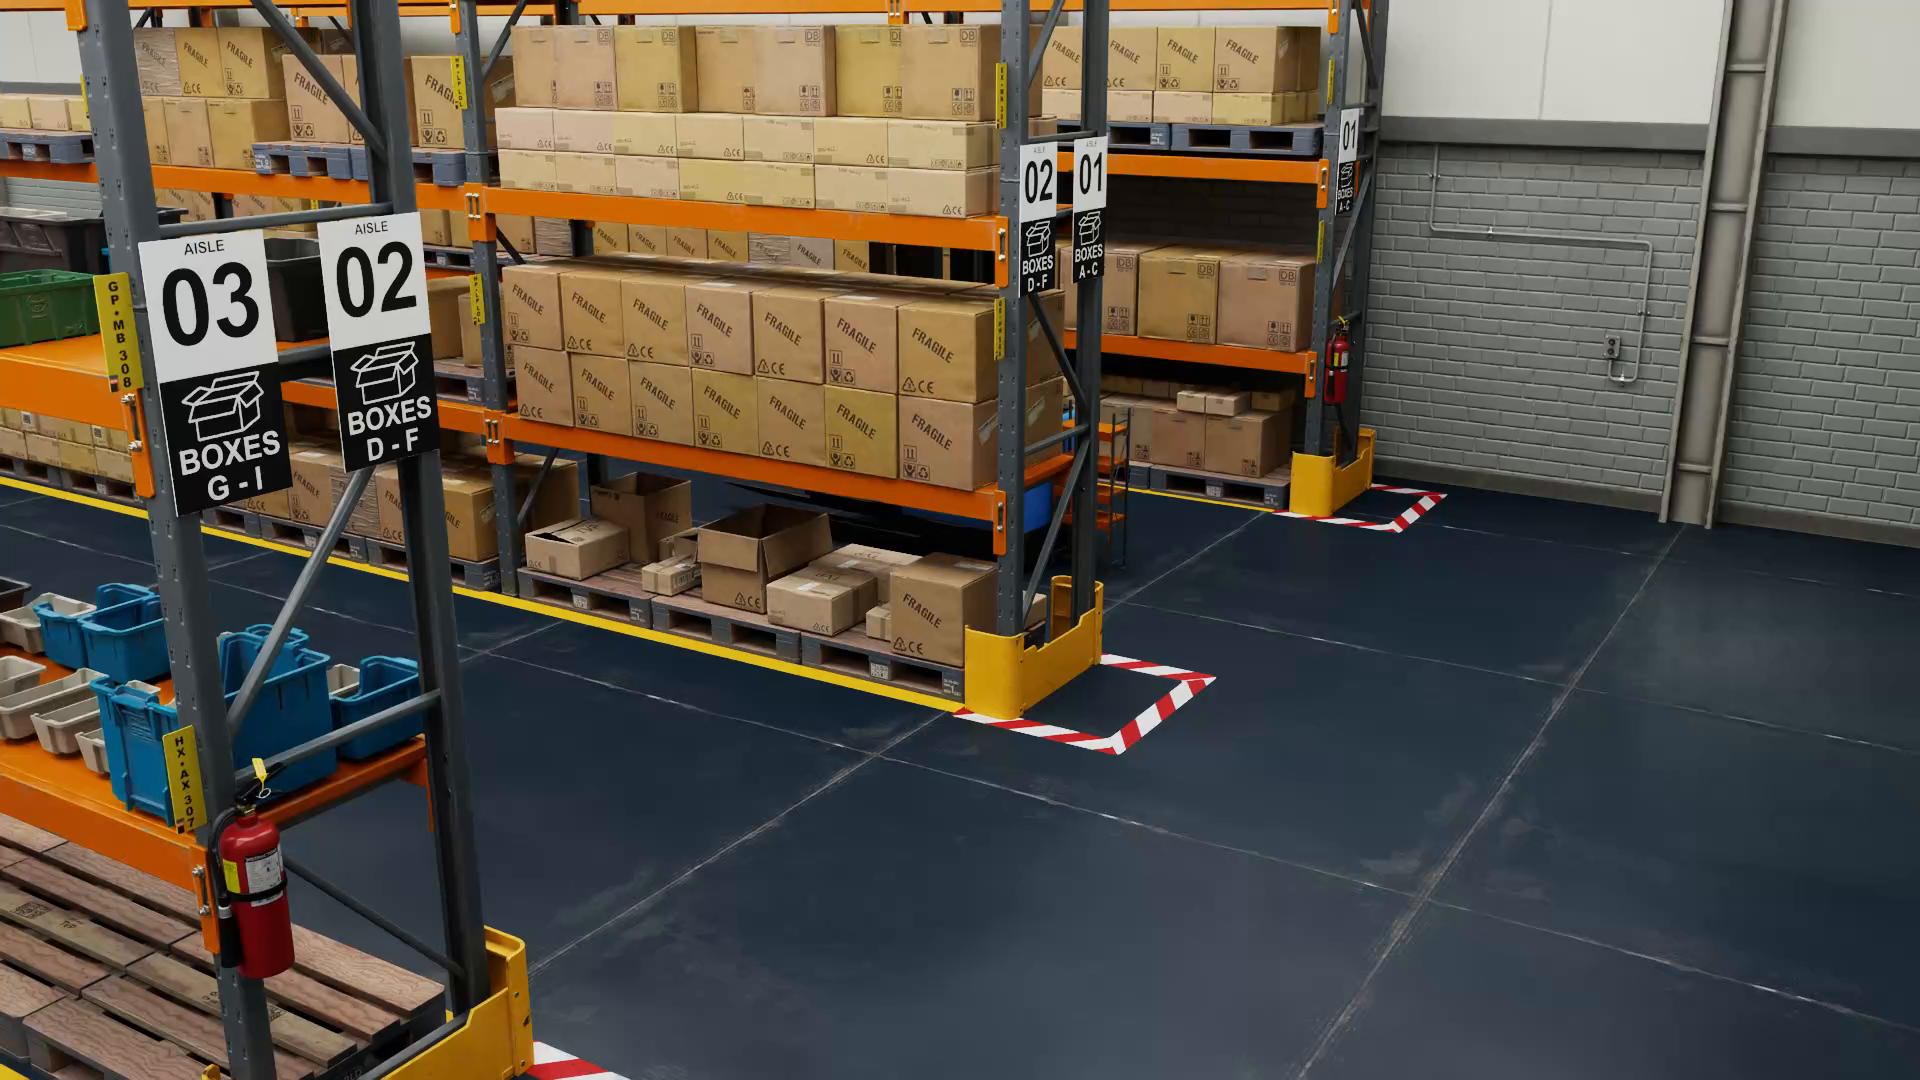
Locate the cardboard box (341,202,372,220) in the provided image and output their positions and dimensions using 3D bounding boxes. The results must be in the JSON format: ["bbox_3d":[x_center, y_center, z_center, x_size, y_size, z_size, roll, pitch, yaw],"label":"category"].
[{"bbox_3d":[-6.700,-3.784,19.248,0.500,0.500,0.700,10,20,30],"label":"cardboard box"}]

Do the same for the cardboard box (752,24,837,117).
[{"bbox_3d":[-0.790,-2.741,9.690,0.500,0.500,0.700,10,20,30],"label":"cardboard box"}]

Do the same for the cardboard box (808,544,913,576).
[{"bbox_3d":[-0.647,0.242,10.899,0.500,0.250,0.500,10,20,30],"label":"cardboard box"}]

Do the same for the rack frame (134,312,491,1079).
[{"bbox_3d":[-2.075,0.668,5.522,0.127,3.000,1.000,10,20,30],"label":"rack frame"}]

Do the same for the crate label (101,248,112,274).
[{"bbox_3d":[-2.692,-0.917,5.833,0.502,0.251,0.408,10,20,30],"label":"crate label"}]

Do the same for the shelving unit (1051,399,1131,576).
[{"bbox_3d":[0.945,-0.383,12.079,0.503,1.200,0.258,11,20,33],"label":"shelving unit"}]

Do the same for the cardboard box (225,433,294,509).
[{"bbox_3d":[-5.609,-0.572,13.146,0.500,0.500,0.500,9,19,28],"label":"cardboard box"}]

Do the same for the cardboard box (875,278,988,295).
[{"bbox_3d":[-0.169,-1.295,10.092,0.500,0.500,0.500,10,20,31],"label":"cardboard box"}]

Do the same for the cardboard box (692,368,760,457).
[{"bbox_3d":[-1.299,-0.839,10.311,0.500,0.500,0.500,10,19,29],"label":"cardboard box"}]

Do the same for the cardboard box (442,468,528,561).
[{"bbox_3d":[-3.459,-0.186,11.875,0.500,0.500,0.500,10,20,30],"label":"cardboard box"}]

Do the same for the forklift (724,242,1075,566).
[{"bbox_3d":[-0.518,-1.507,12.798,3.031,2.935,1.130,11,20,33],"label":"forklift"}]

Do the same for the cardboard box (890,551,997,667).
[{"bbox_3d":[-0.072,0.405,9.930,0.500,0.500,0.500,10,20,30],"label":"cardboard box"}]

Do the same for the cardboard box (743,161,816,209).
[{"bbox_3d":[-0.909,-2.086,9.686,0.500,0.250,0.500,10,20,30],"label":"cardboard box"}]

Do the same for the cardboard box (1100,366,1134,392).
[{"bbox_3d":[1.375,-1.445,14.938,0.250,0.149,0.380,10,19,29],"label":"cardboard box"}]

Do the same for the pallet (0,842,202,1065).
[{"bbox_3d":[-3.793,1.681,6.984,1.213,0.211,1.003,10,20,30],"label":"pallet"}]

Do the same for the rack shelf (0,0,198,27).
[{"bbox_3d":[-8.001,-4.415,13.857,4.000,0.370,1.077,10,20,30],"label":"rack shelf"}]

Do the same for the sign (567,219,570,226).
[{"bbox_3d":[-3.983,-3.383,17.002,0.005,0.325,0.100,10,20,30],"label":"sign"}]

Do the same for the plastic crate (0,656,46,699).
[{"bbox_3d":[-3.616,0.561,6.222,0.250,0.136,0.298,10,20,30],"label":"plastic crate"}]

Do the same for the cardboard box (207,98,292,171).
[{"bbox_3d":[-5.030,-3.044,12.408,0.500,0.500,0.910,10,20,30],"label":"cardboard box"}]

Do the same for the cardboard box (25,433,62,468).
[{"bbox_3d":[-7.741,-0.835,14.478,0.500,0.250,0.500,11,20,31],"label":"cardboard box"}]

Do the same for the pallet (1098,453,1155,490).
[{"bbox_3d":[1.352,-0.740,14.954,1.213,0.211,1.003,10,20,30],"label":"pallet"}]

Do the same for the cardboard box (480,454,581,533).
[{"bbox_3d":[-3.173,-0.315,12.302,0.500,0.500,0.500,9,19,28],"label":"cardboard box"}]

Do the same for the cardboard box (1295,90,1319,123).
[{"bbox_3d":[2.616,-3.570,13.676,0.500,0.250,0.500,11,20,33],"label":"cardboard box"}]

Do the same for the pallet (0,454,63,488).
[{"bbox_3d":[-8.013,-0.762,15.026,1.213,0.211,1.003,10,20,30],"label":"pallet"}]

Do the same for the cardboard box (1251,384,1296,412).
[{"bbox_3d":[2.672,-1.213,14.177,0.250,0.149,0.380,10,20,30],"label":"cardboard box"}]

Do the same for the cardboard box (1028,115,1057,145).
[{"bbox_3d":[0.219,-2.304,9.542,0.500,0.250,0.500,10,20,30],"label":"cardboard box"}]

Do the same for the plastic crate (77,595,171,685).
[{"bbox_3d":[-3.235,0.400,6.589,0.300,0.233,0.416,10,20,30],"label":"plastic crate"}]

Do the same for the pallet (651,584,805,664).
[{"bbox_3d":[-1.260,0.457,11.013,1.213,0.211,1.003,10,20,30],"label":"pallet"}]

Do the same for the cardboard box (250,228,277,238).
[{"bbox_3d":[-8.098,-3.624,19.874,0.500,0.250,0.500,10,20,30],"label":"cardboard box"}]

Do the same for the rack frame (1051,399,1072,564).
[{"bbox_3d":[0.745,-0.424,12.212,0.015,1.200,0.240,11,20,33],"label":"rack frame"}]

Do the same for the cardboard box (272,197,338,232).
[{"bbox_3d":[-7.680,-3.903,19.503,0.500,0.500,0.500,10,20,30],"label":"cardboard box"}]

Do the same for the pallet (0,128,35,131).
[{"bbox_3d":[-7.876,-3.371,13.981,1.213,0.211,1.003,11,20,33],"label":"pallet"}]

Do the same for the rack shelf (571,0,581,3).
[{"bbox_3d":[-1.184,-3.387,9.794,4.000,0.370,1.077,10,20,30],"label":"rack shelf"}]

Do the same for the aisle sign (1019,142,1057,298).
[{"bbox_3d":[0.418,-1.716,8.897,0.004,0.787,0.394,10,20,30],"label":"aisle sign"}]

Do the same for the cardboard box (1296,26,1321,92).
[{"bbox_3d":[2.614,-3.928,13.564,0.500,0.500,0.500,9,19,28],"label":"cardboard box"}]

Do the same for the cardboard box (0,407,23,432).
[{"bbox_3d":[-8.173,-1.179,14.646,0.500,0.311,0.500,11,20,32],"label":"cardboard box"}]

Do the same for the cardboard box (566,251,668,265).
[{"bbox_3d":[-2.322,-1.680,11.360,0.500,0.500,0.500,10,20,30],"label":"cardboard box"}]

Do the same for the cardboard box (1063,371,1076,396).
[{"bbox_3d":[0.926,-1.394,14.771,0.250,0.149,0.380,9,19,28],"label":"cardboard box"}]

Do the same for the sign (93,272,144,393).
[{"bbox_3d":[-2.349,-0.579,4.645,0.005,0.325,0.100,10,20,30],"label":"sign"}]

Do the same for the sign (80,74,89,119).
[{"bbox_3d":[-6.594,-3.360,12.594,0.005,0.325,0.100,10,20,30],"label":"sign"}]

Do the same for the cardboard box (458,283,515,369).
[{"bbox_3d":[-3.175,-1.543,11.906,0.500,0.500,0.700,4,17,12],"label":"cardboard box"}]

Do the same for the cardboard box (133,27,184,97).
[{"bbox_3d":[-5.928,-3.669,12.746,0.500,0.500,0.500,10,20,30],"label":"cardboard box"}]

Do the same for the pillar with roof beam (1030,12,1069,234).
[{"bbox_3d":[-1.503,-4.306,11.576,0.400,9.000,9.100,10,20,30],"label":"pillar with roof beam"}]

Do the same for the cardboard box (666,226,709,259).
[{"bbox_3d":[-2.564,-2.908,16.574,0.500,0.500,0.500,10,20,30],"label":"cardboard box"}]

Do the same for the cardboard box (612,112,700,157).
[{"bbox_3d":[-1.757,-2.480,10.120,0.500,0.250,0.500,10,20,30],"label":"cardboard box"}]

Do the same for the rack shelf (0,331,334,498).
[{"bbox_3d":[-3.779,-0.728,6.192,4.000,0.370,1.077,10,20,30],"label":"rack shelf"}]

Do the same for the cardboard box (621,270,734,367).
[{"bbox_3d":[-1.756,-1.395,10.421,0.500,0.500,0.500,9,19,28],"label":"cardboard box"}]

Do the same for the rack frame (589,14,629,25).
[{"bbox_3d":[-3.707,-5.873,16.734,0.127,3.000,1.000,10,20,30],"label":"rack frame"}]

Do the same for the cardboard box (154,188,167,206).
[{"bbox_3d":[-9.859,-4.292,20.782,0.500,0.500,0.500,10,20,30],"label":"cardboard box"}]

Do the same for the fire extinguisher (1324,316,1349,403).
[{"bbox_3d":[2.997,-1.433,13.214,0.183,0.674,0.296,10,20,30],"label":"fire extinguisher"}]

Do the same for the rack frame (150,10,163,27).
[{"bbox_3d":[-10.524,-7.090,20.740,0.127,3.000,1.000,10,20,30],"label":"rack frame"}]

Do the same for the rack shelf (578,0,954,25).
[{"bbox_3d":[-2.003,-5.034,15.895,4.000,0.370,1.077,10,20,30],"label":"rack shelf"}]

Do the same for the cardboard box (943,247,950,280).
[{"bbox_3d":[0.155,-2.451,15.274,0.700,0.700,0.980,10,20,31],"label":"cardboard box"}]
